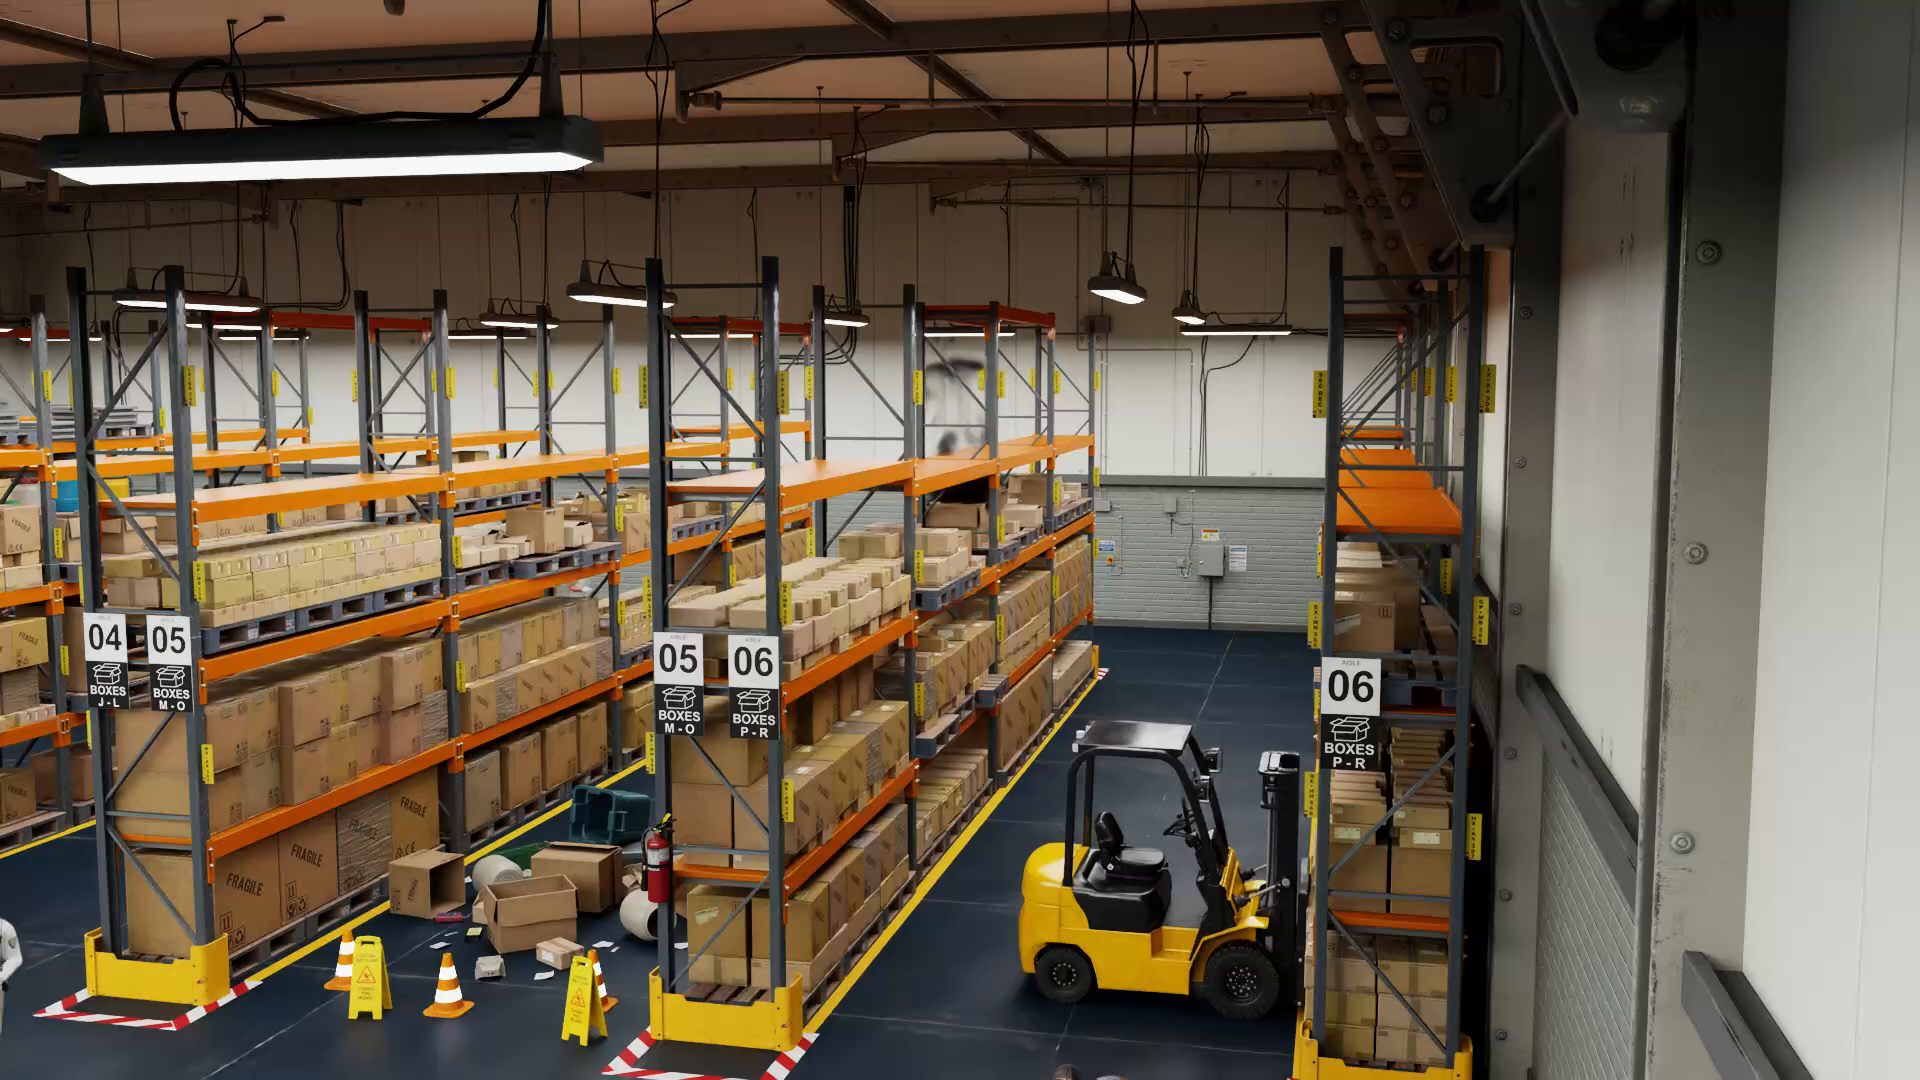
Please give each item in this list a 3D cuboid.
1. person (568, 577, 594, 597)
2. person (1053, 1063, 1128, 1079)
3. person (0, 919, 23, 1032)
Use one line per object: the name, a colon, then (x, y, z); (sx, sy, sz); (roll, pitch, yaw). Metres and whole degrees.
person: (-7.182, 1.124, 31.338); (0.857, 1.792, 0.680); (3, 6, 25)
person: (0.618, 3.504, 9.124); (0.642, 1.541, 0.940); (0, 6, 2)
person: (-6.839, 3.190, 11.544); (0.610, 1.647, 0.573); (-4, 7, -35)
